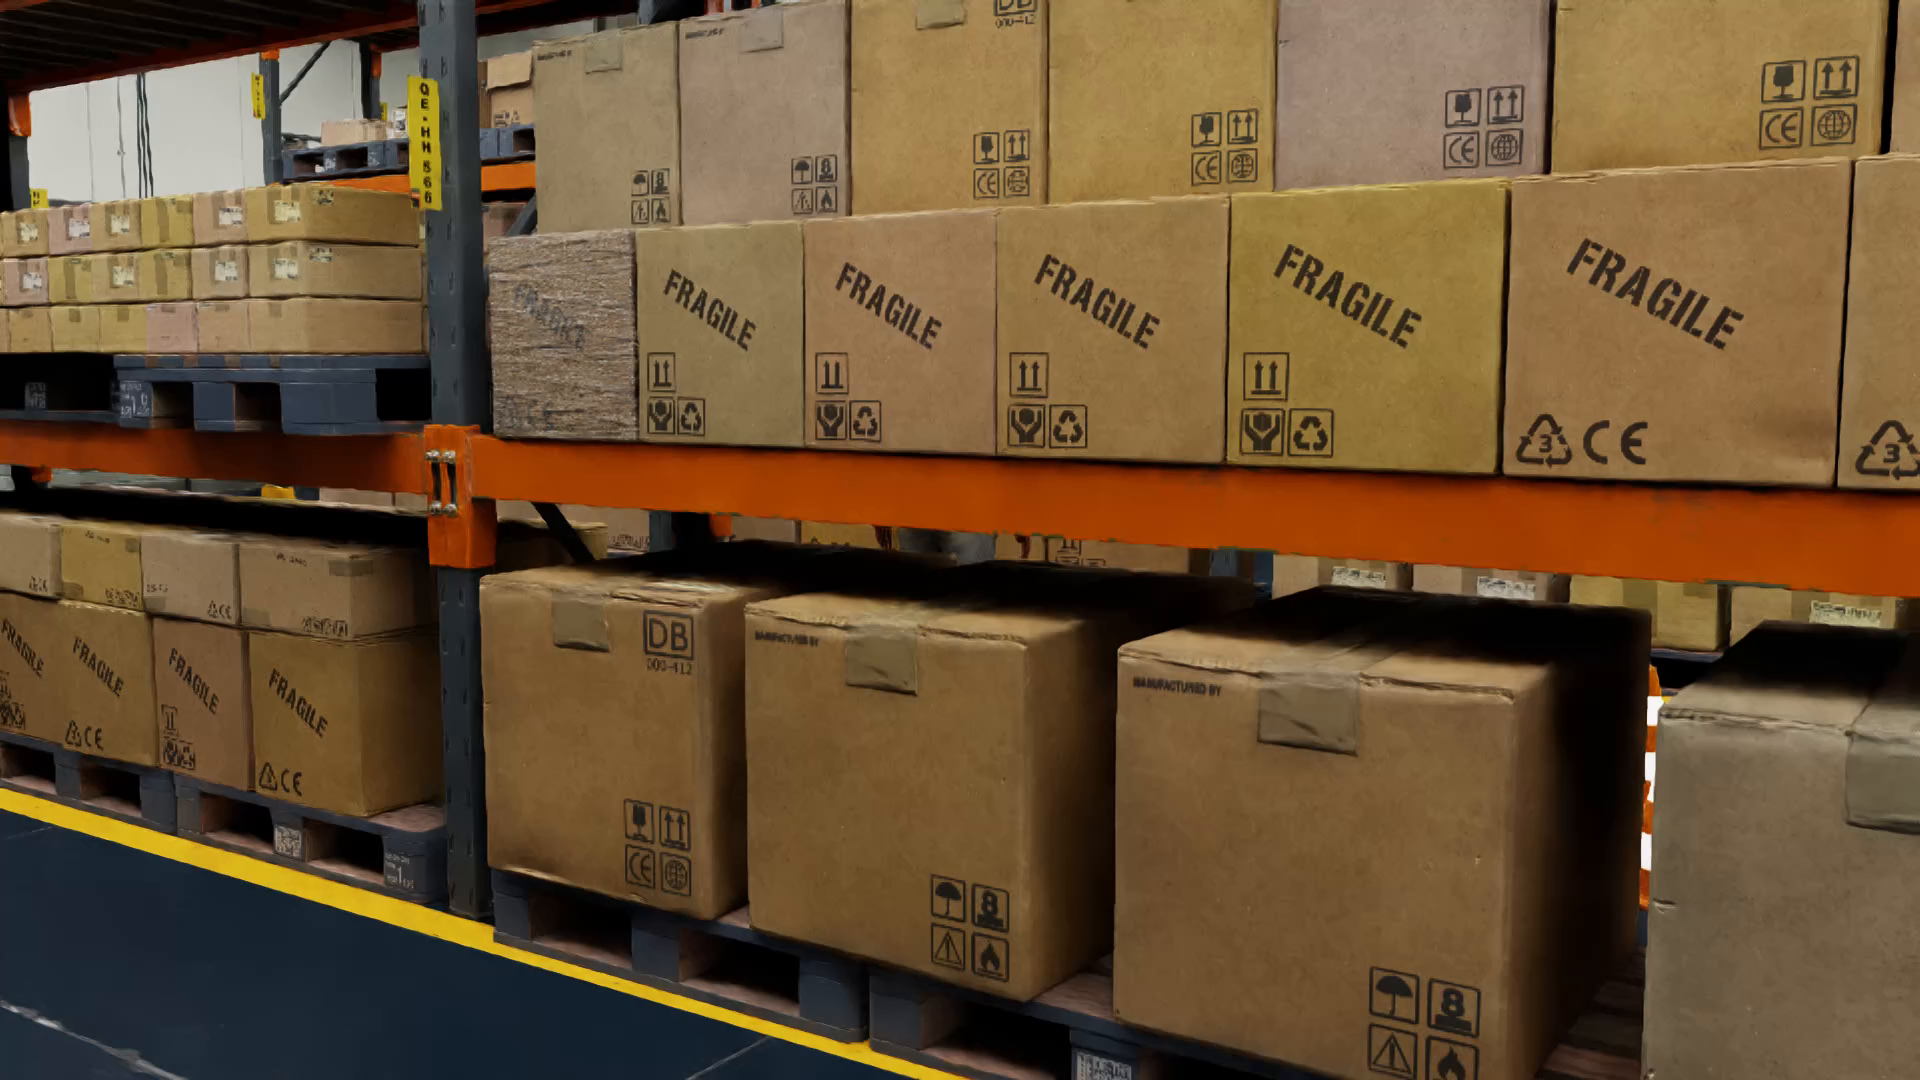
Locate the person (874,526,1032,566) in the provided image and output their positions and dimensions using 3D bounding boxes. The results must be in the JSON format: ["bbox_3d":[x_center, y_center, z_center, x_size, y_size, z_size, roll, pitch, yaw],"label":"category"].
[{"bbox_3d":[-0.030,-0.108,6.406,0.650,1.773,0.384,3,7,22],"label":"person"}]
